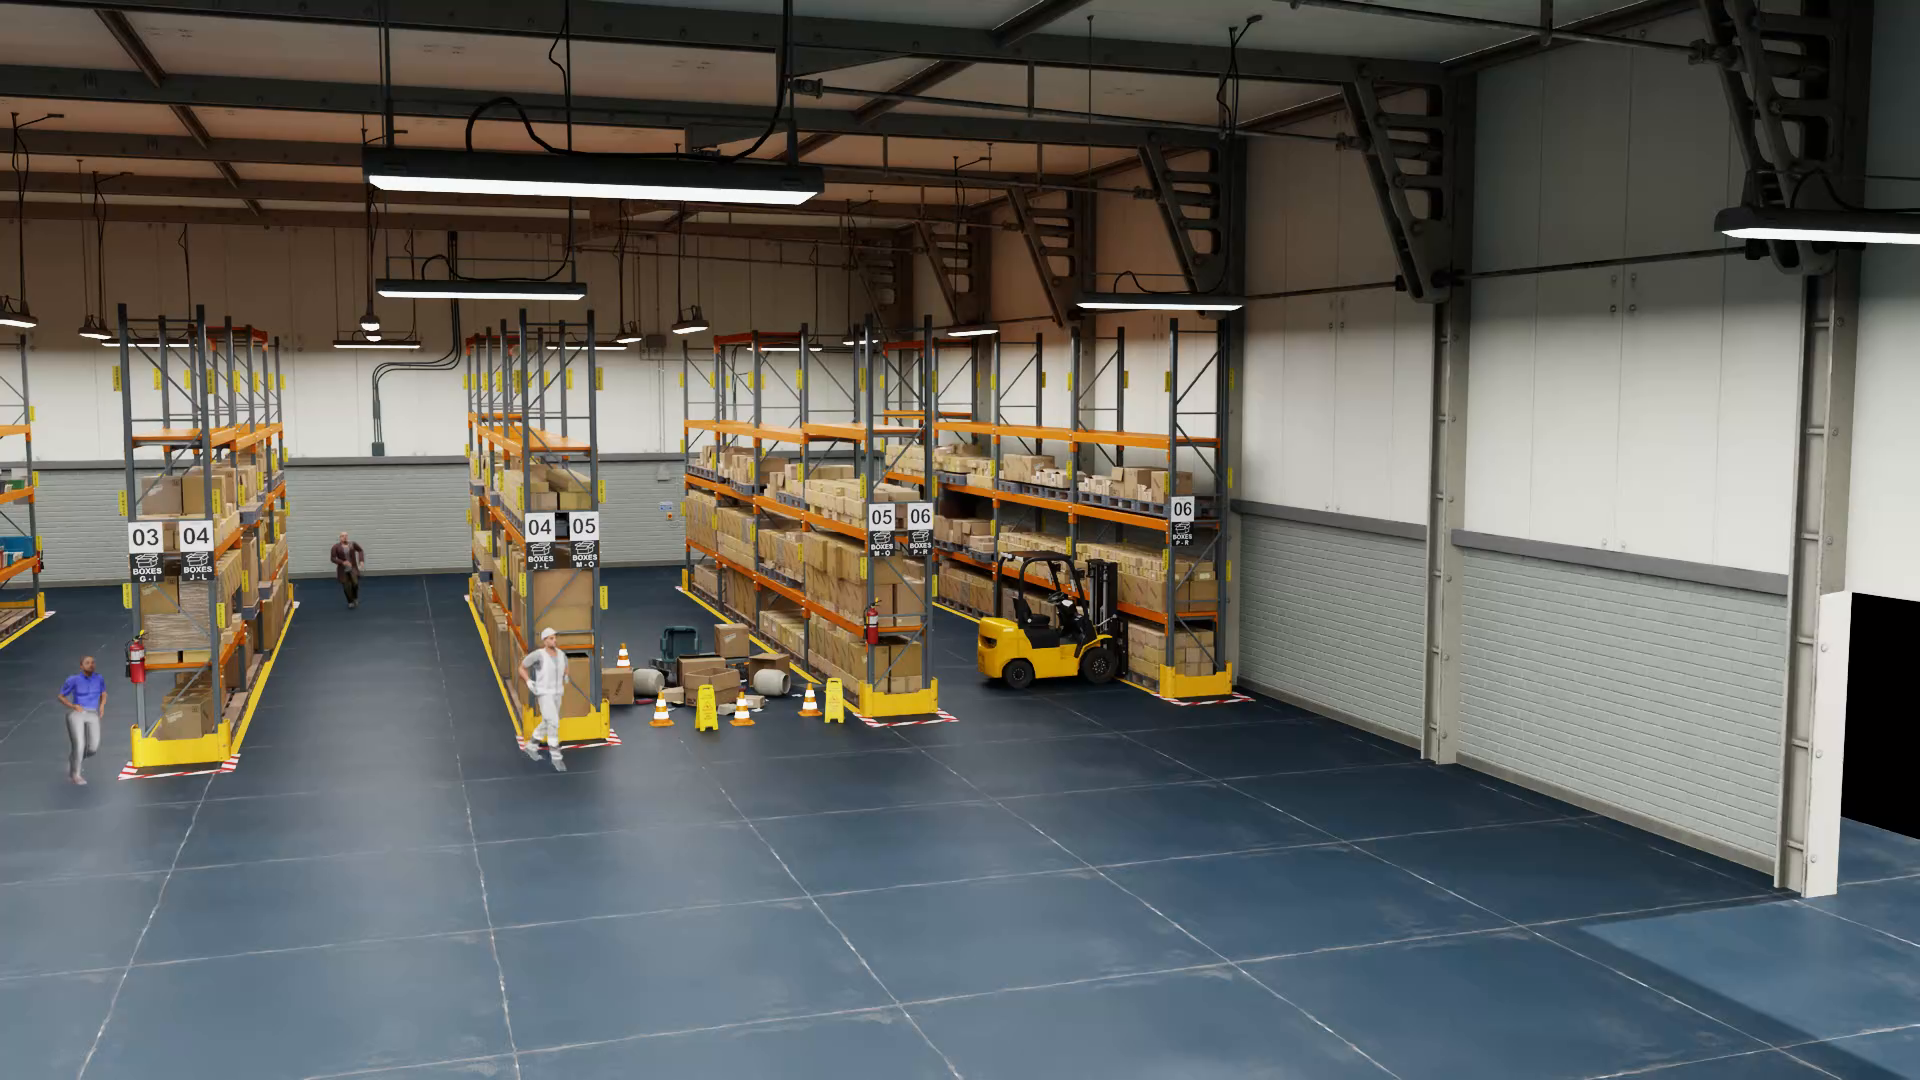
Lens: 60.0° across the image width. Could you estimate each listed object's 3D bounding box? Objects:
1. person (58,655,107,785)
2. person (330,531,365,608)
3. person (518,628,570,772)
[{"bbox_3d":[-10.983,2.240,20.891,0.602,1.604,0.601,5,7,41],"label":"person"},{"bbox_3d":[-13.493,0.658,36.661,0.710,1.704,0.623,-2,6,-22],"label":"person"},{"bbox_3d":[-5.352,2.063,21.692,0.811,1.851,0.704,4,7,35],"label":"person"}]
